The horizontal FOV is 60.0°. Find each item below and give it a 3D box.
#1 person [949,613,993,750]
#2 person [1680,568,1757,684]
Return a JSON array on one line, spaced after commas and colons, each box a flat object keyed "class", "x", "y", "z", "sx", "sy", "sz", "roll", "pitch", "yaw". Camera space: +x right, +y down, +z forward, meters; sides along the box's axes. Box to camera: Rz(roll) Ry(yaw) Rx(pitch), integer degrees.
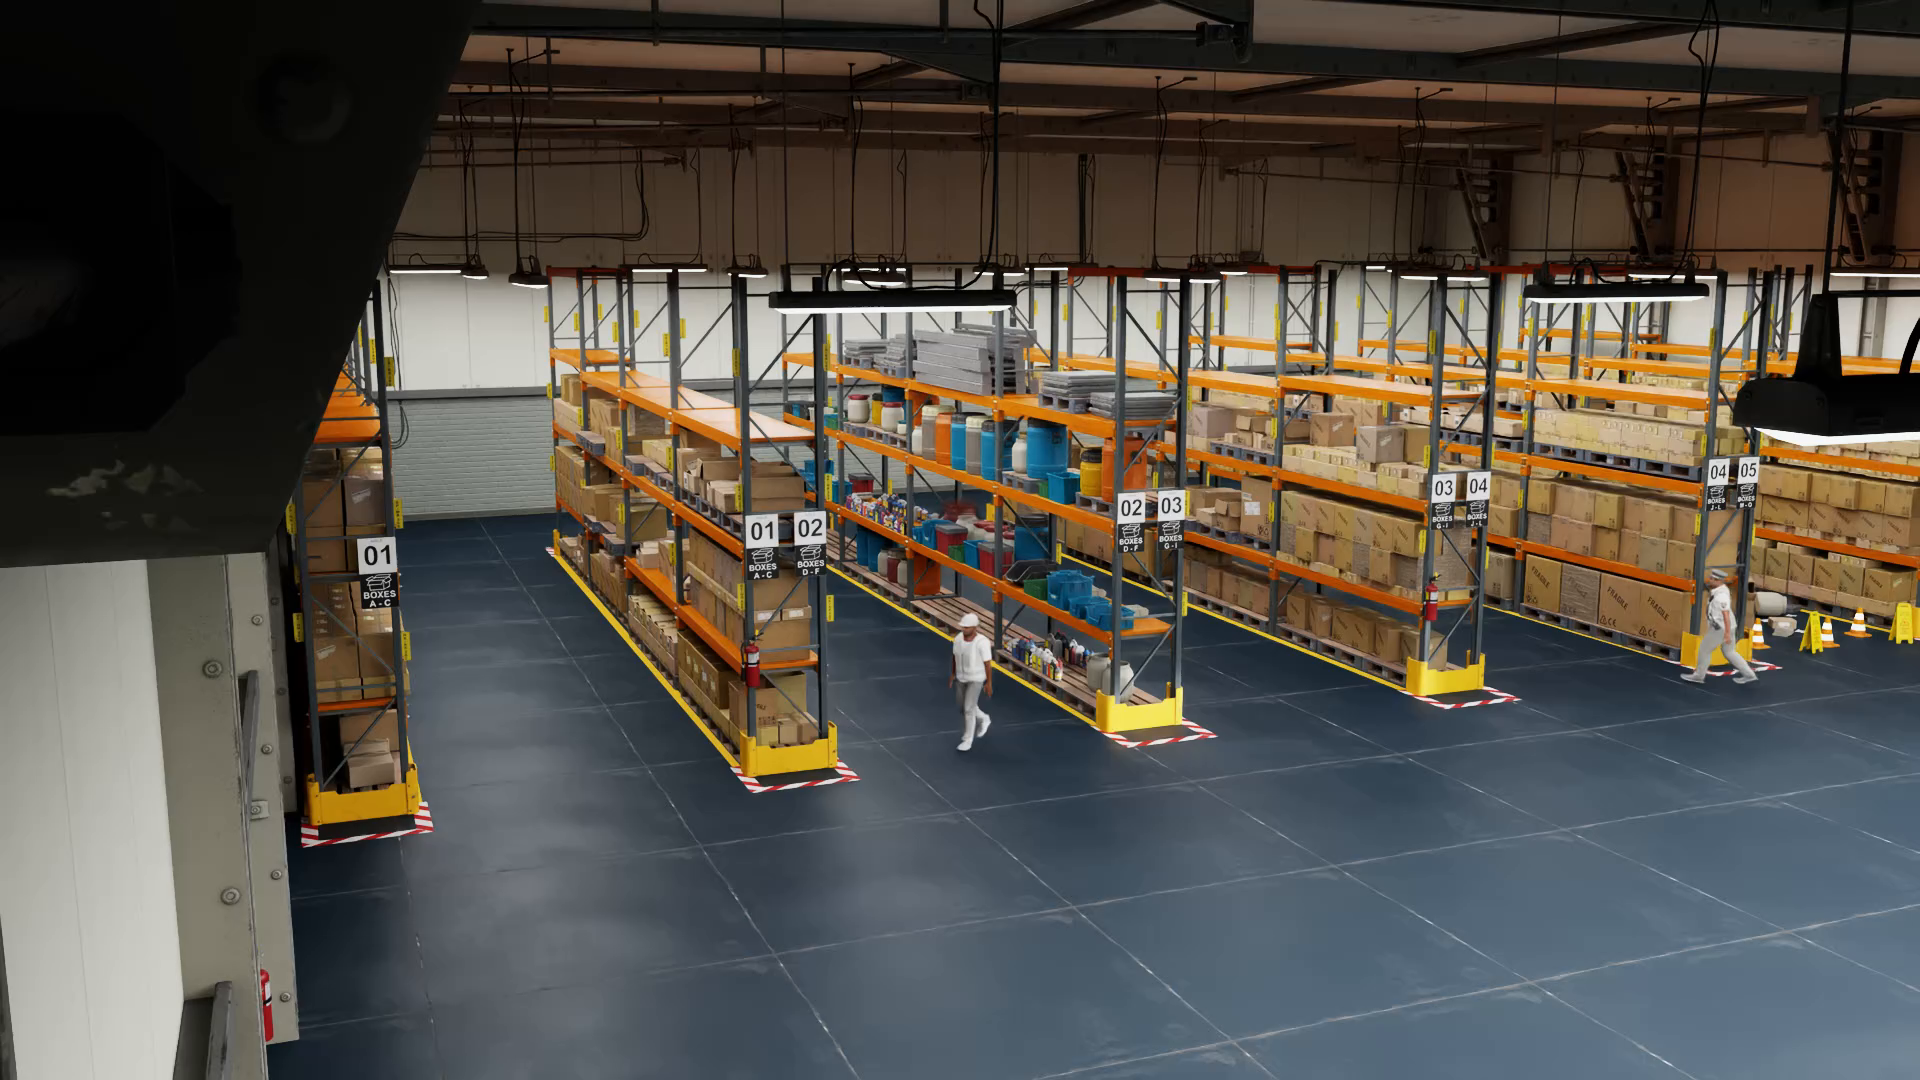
[{"class": "person", "x": 0.166, "y": 1.786, "z": 21.396, "sx": 0.660, "sy": 1.753, "sz": 0.824, "roll": 9, "pitch": 13, "yaw": 42}, {"class": "person", "x": 11.184, "y": 1.275, "z": 24.372, "sx": 1.012, "sy": 1.721, "sz": 0.545, "roll": 8, "pitch": 12, "yaw": 37}]
